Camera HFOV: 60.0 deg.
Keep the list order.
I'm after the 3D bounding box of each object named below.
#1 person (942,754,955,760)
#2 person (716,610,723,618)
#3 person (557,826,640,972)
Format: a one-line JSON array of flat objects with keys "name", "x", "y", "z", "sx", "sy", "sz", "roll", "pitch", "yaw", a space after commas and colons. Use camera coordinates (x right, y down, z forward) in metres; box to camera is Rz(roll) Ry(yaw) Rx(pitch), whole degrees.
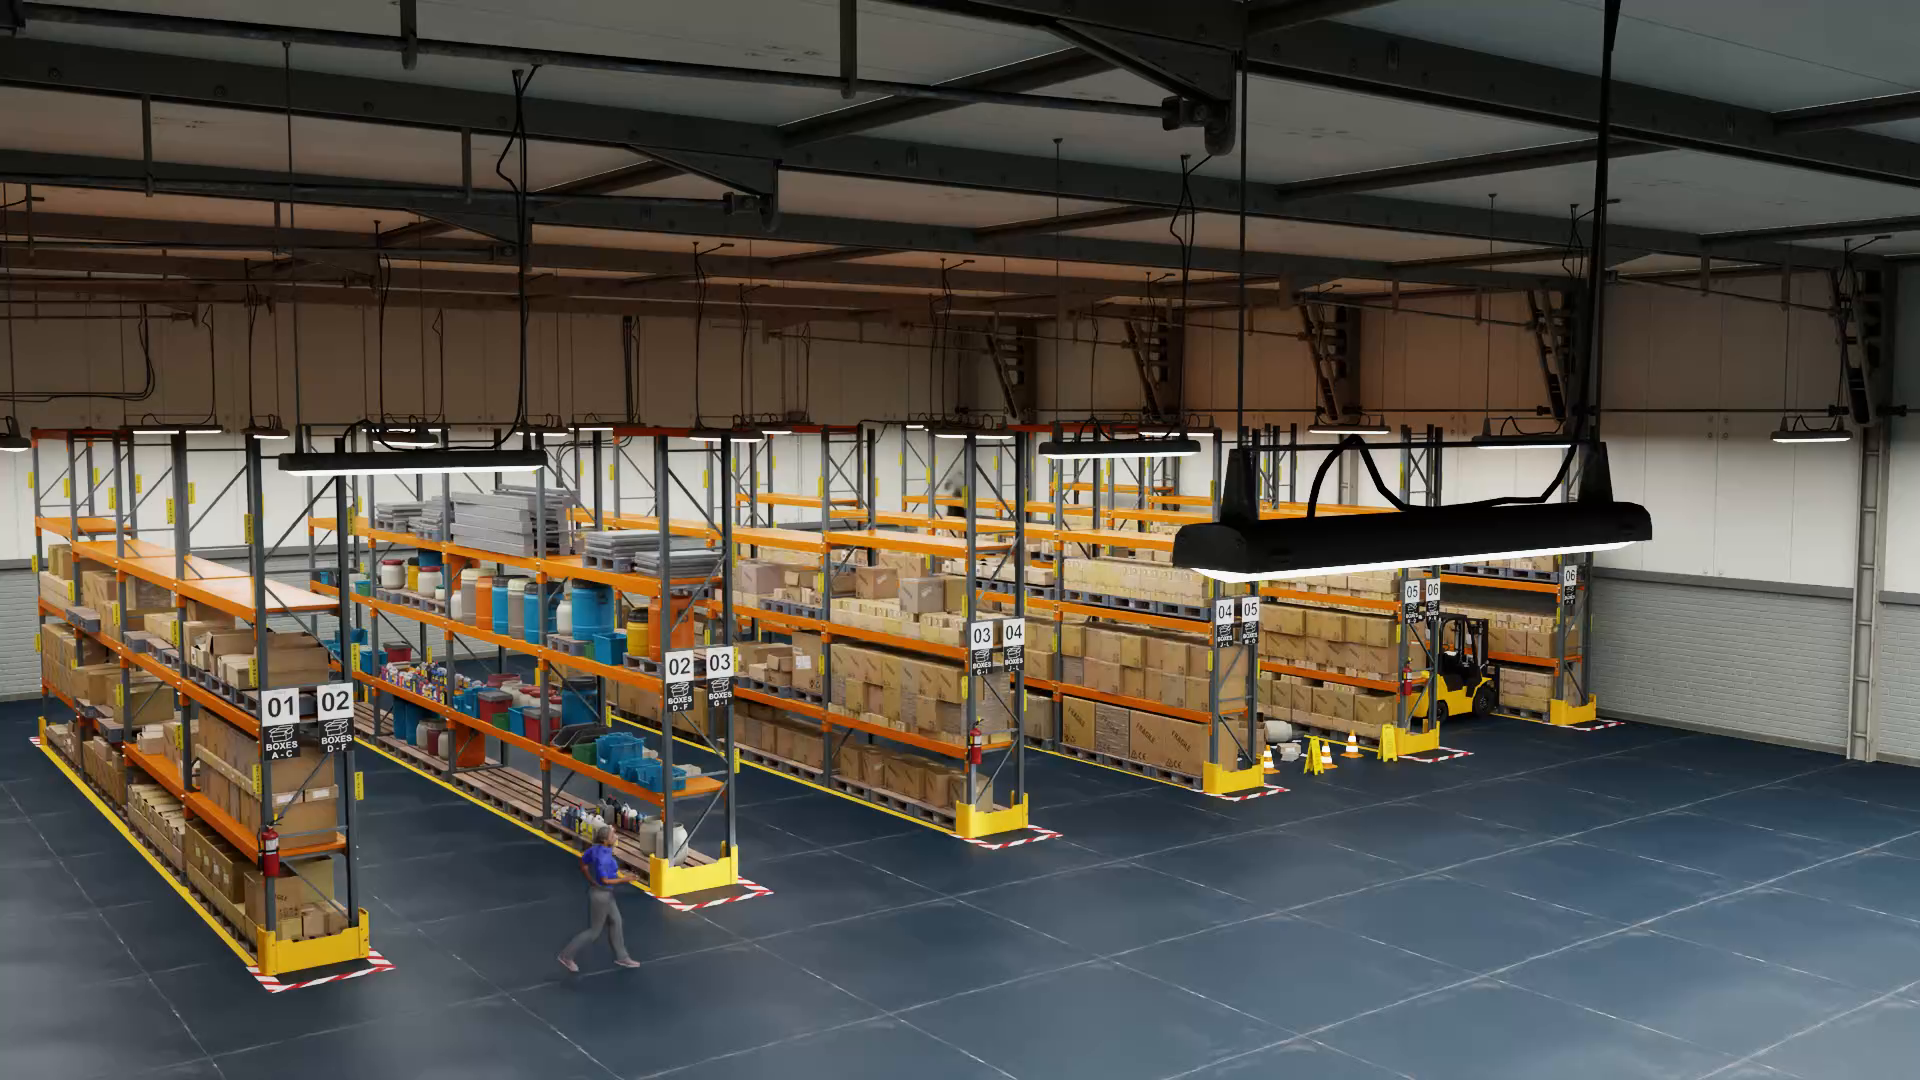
[{"name": "person", "x": -0.436, "y": 3.127, "z": 30.391, "sx": 0.645, "sy": 1.708, "sz": 0.978, "roll": -3, "pitch": 6, "yaw": -37}, {"name": "person", "x": -5.636, "y": 2.431, "z": 38.434, "sx": 0.665, "sy": 1.790, "sz": 0.897, "roll": -3, "pitch": 5, "yaw": -35}, {"name": "person", "x": -4.059, "y": 4.033, "z": 18.635, "sx": 0.924, "sy": 1.662, "sz": 0.549, "roll": -1, "pitch": 5, "yaw": -17}]
